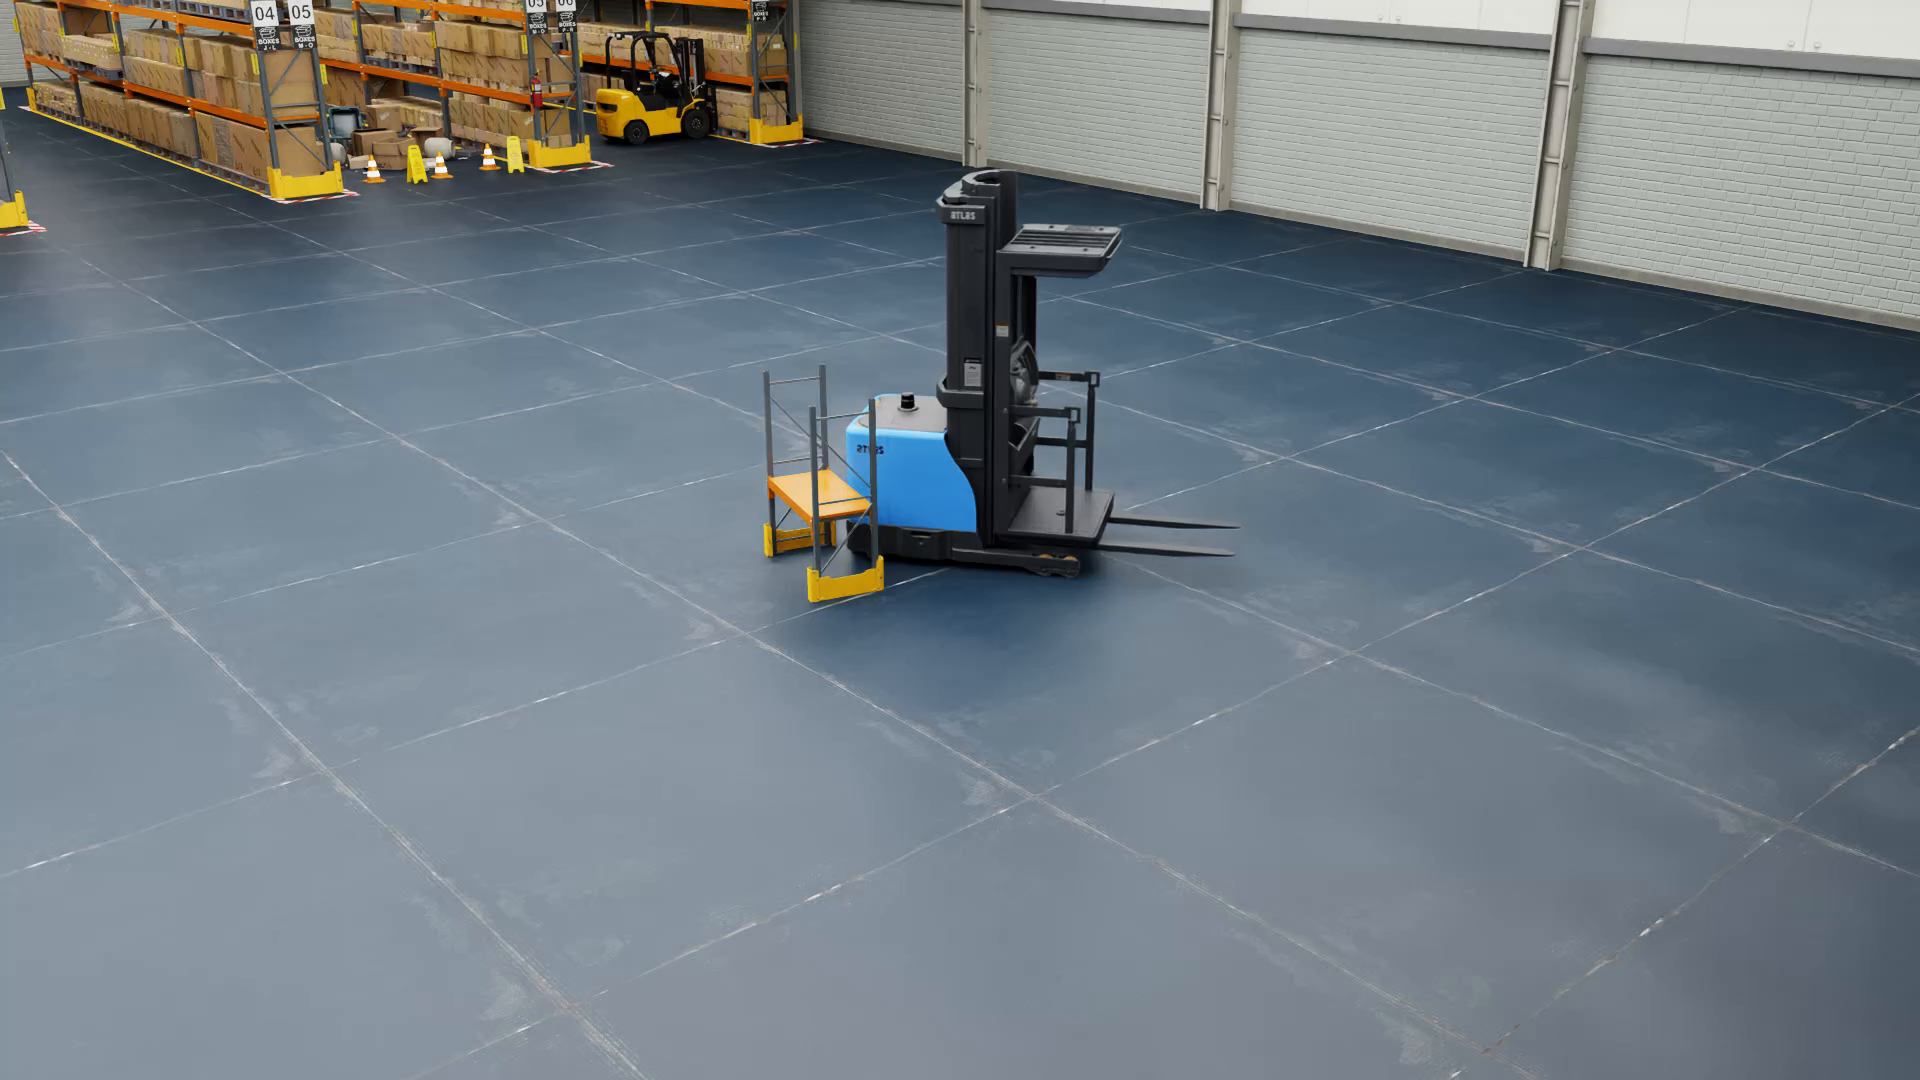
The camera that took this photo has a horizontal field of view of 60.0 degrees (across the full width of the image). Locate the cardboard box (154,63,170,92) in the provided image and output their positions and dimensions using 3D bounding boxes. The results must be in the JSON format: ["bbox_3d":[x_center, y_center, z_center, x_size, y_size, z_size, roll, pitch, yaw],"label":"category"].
[{"bbox_3d":[-15.110,-8.898,31.951,0.500,0.500,0.500,-17,27,-37],"label":"cardboard box"}]

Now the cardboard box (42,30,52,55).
[{"bbox_3d":[-20.320,-11.235,37.510,0.500,0.500,0.500,-18,27,-38],"label":"cardboard box"}]

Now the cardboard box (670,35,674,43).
[{"bbox_3d":[-6.095,-10.942,36.280,0.380,0.149,0.250,-18,27,-38],"label":"cardboard box"}]

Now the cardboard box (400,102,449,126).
[{"bbox_3d":[-11.494,-9.203,35.896,0.950,0.372,0.625,-16,27,-36],"label":"cardboard box"}]

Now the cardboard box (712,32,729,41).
[{"bbox_3d":[-4.984,-10.570,34.923,0.380,0.149,0.250,-17,27,-36],"label":"cardboard box"}]

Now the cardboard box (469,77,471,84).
[{"bbox_3d":[-9.527,-9.151,33.079,0.380,0.149,0.250,-18,27,-38],"label":"cardboard box"}]

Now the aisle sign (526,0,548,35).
[{"bbox_3d":[-7.791,-9.717,30.615,0.394,0.787,0.004,-17,27,-37],"label":"aisle sign"}]

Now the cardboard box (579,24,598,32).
[{"bbox_3d":[-8.729,-12.037,39.078,0.380,0.149,0.250,-17,27,-36],"label":"cardboard box"}]

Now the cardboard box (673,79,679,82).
[{"bbox_3d":[-6.387,-10.053,36.861,0.500,0.250,0.500,-18,28,-38],"label":"cardboard box"}]

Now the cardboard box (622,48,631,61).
[{"bbox_3d":[-7.325,-11.025,37.725,0.500,0.250,0.500,-18,27,-38],"label":"cardboard box"}]

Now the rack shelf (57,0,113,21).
[{"bbox_3d":[-17.823,-11.211,34.867,1.077,0.370,4.000,-17,27,-37],"label":"rack shelf"}]

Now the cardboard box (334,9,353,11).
[{"bbox_3d":[-14.304,-12.070,38.681,0.500,0.500,0.500,-16,27,-36],"label":"cardboard box"}]

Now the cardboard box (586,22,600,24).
[{"bbox_3d":[-8.710,-12.292,39.729,0.380,0.149,0.250,-16,27,-36],"label":"cardboard box"}]

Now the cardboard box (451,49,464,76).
[{"bbox_3d":[-9.802,-9.562,33.238,0.500,0.500,0.500,-18,27,-38],"label":"cardboard box"}]

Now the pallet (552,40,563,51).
[{"bbox_3d":[-9.572,-12.067,40.442,1.213,0.211,1.003,-17,27,-37],"label":"pallet"}]

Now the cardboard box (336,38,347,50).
[{"bbox_3d":[-13.680,-11.180,37.435,0.500,0.250,0.500,-18,28,-39],"label":"cardboard box"}]

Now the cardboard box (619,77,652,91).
[{"bbox_3d":[-7.315,-10.328,38.420,0.875,0.625,0.625,-18,28,-38],"label":"cardboard box"}]

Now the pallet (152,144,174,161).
[{"bbox_3d":[-15.268,-7.725,32.919,1.003,0.211,1.213,-17,27,-37],"label":"pallet"}]

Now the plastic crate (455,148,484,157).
[{"bbox_3d":[-9.819,-7.709,33.057,0.583,0.080,0.402,12,24,27],"label":"plastic crate"}]

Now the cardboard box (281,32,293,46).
[{"bbox_3d":[-15.941,-12.022,39.927,0.500,0.500,0.500,-17,27,-37],"label":"cardboard box"}]

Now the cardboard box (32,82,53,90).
[{"bbox_3d":[-21.655,-10.726,39.274,0.380,0.149,0.250,-19,28,-40],"label":"cardboard box"}]

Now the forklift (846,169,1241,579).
[{"bbox_3d":[0.679,-1.282,12.739,3.031,2.935,1.130,5,22,12],"label":"forklift"}]

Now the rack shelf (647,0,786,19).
[{"bbox_3d":[-5.159,-11.389,35.323,1.077,0.370,4.000,-17,27,-37],"label":"rack shelf"}]

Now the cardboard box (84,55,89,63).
[{"bbox_3d":[-18.202,-10.132,35.008,0.380,0.149,0.250,-19,28,-40],"label":"cardboard box"}]

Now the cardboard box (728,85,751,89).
[{"bbox_3d":[-4.672,-9.612,35.735,0.500,0.250,0.500,-18,27,-38],"label":"cardboard box"}]

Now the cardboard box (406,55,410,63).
[{"bbox_3d":[-11.423,-10.138,35.023,0.380,0.149,0.250,-17,27,-37],"label":"cardboard box"}]

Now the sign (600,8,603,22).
[{"bbox_3d":[-8.658,-12.658,40.100,0.100,0.325,0.005,-17,27,-37],"label":"sign"}]

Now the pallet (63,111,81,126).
[{"bbox_3d":[-19.594,-9.580,37.655,1.003,0.211,1.213,-17,27,-37],"label":"pallet"}]

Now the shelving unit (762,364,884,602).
[{"bbox_3d":[-1.061,-0.458,12.596,0.587,1.500,1.083,-10,23,-23],"label":"shelving unit"}]

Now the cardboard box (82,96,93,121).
[{"bbox_3d":[-18.848,-9.466,36.391,0.500,0.500,0.500,-16,27,-35],"label":"cardboard box"}]

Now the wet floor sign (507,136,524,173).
[{"bbox_3d":[-8.299,-7.189,30.954,0.267,0.644,0.232,-8,23,-19],"label":"wet floor sign"}]

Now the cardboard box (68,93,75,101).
[{"bbox_3d":[-19.755,-9.944,37.278,0.380,0.149,0.250,-17,27,-37],"label":"cardboard box"}]

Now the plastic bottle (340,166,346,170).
[{"bbox_3d":[-11.654,-6.964,31.182,0.133,0.061,0.283,12,24,27],"label":"plastic bottle"}]

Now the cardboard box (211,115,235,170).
[{"bbox_3d":[-12.958,-7.259,30.242,0.875,0.875,0.875,-17,27,-37],"label":"cardboard box"}]

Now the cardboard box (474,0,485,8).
[{"bbox_3d":[-9.093,-10.318,31.946,0.380,0.149,0.250,-18,28,-38],"label":"cardboard box"}]

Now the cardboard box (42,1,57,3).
[{"bbox_3d":[-21.253,-12.390,39.089,0.500,0.500,0.500,-18,28,-38],"label":"cardboard box"}]

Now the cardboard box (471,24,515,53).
[{"bbox_3d":[-9.067,-9.761,32.377,0.700,0.500,0.500,-18,27,-38],"label":"cardboard box"}]

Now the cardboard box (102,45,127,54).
[{"bbox_3d":[-17.185,-9.978,33.800,0.380,0.149,0.250,-19,28,-39],"label":"cardboard box"}]

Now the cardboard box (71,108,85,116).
[{"bbox_3d":[-19.643,-9.597,37.207,0.380,0.149,0.250,-17,27,-37],"label":"cardboard box"}]

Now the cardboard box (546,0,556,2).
[{"bbox_3d":[-7.738,-10.260,31.252,0.500,0.250,0.500,-18,28,-38],"label":"cardboard box"}]

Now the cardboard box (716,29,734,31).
[{"bbox_3d":[-5.075,-10.912,35.797,0.380,0.149,0.250,-16,27,-36],"label":"cardboard box"}]

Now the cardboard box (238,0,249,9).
[{"bbox_3d":[-11.770,-8.919,27.662,0.380,0.149,0.250,-18,27,-38],"label":"cardboard box"}]

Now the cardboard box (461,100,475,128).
[{"bbox_3d":[-9.684,-8.590,33.468,0.500,0.500,0.500,-16,27,-35],"label":"cardboard box"}]

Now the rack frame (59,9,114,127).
[{"bbox_3d":[-19.129,-10.702,36.694,1.000,3.000,0.127,-17,27,-37],"label":"rack frame"}]

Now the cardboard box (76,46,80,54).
[{"bbox_3d":[-18.533,-10.412,35.316,0.380,0.149,0.250,-16,27,-35],"label":"cardboard box"}]

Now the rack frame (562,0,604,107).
[{"bbox_3d":[-9.076,-11.985,39.972,1.000,3.000,0.127,-17,27,-37],"label":"rack frame"}]

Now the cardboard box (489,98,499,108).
[{"bbox_3d":[-8.955,-8.547,32.470,0.380,0.149,0.250,-16,27,-35],"label":"cardboard box"}]

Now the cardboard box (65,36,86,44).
[{"bbox_3d":[-19.034,-10.763,35.804,0.380,0.149,0.250,-17,27,-36],"label":"cardboard box"}]

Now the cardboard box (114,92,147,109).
[{"bbox_3d":[-17.163,-9.104,34.438,0.500,0.250,0.500,-18,28,-39],"label":"cardboard box"}]

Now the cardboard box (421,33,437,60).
[{"bbox_3d":[-10.698,-10.151,34.168,0.500,0.500,0.500,-18,28,-38],"label":"cardboard box"}]

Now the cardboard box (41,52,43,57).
[{"bbox_3d":[-21.013,-11.255,38.451,0.380,0.149,0.250,-18,28,-38],"label":"cardboard box"}]

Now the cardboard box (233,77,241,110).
[{"bbox_3d":[-12.218,-7.879,29.282,0.875,0.550,0.550,-17,27,-37],"label":"cardboard box"}]
